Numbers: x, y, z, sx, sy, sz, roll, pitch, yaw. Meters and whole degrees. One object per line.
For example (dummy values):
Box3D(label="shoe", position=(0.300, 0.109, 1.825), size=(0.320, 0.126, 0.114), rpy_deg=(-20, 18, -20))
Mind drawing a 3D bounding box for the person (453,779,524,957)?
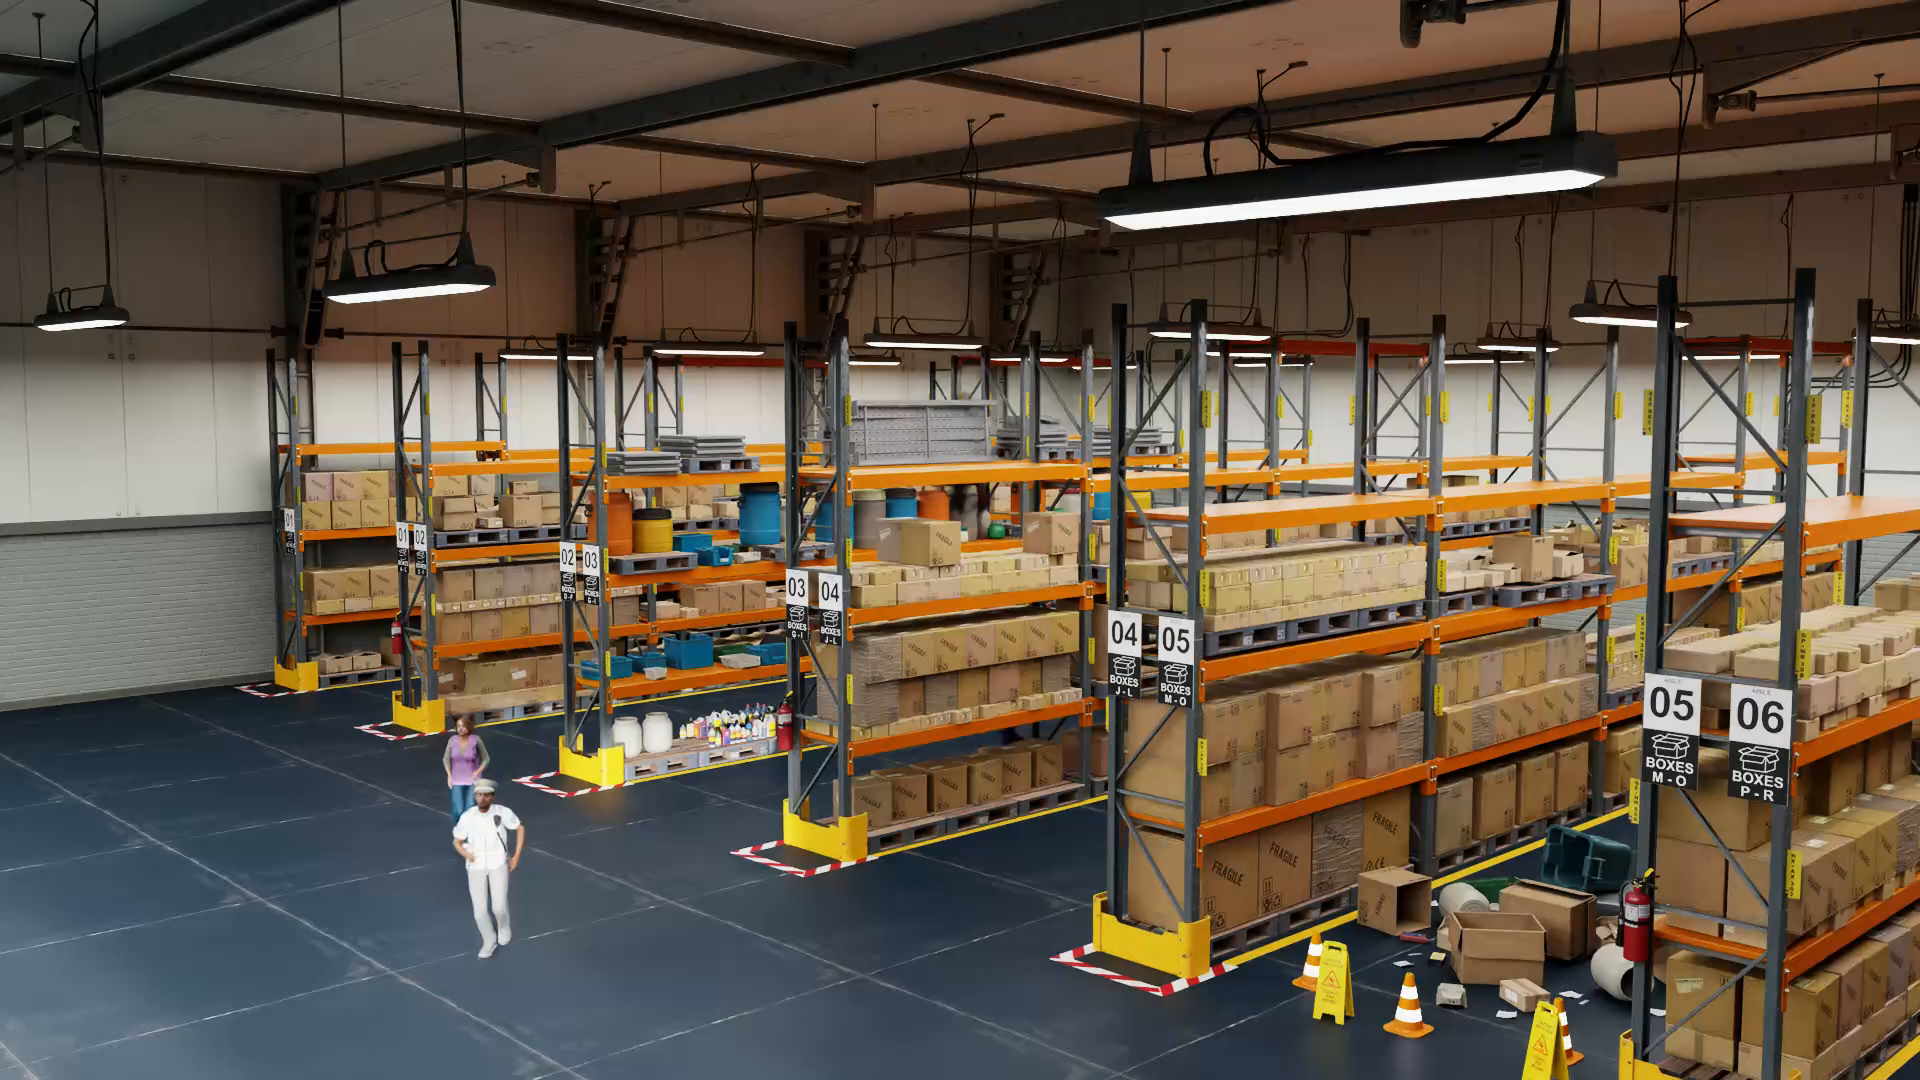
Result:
Box3D(label="person", position=(-4.331, 3.013, 15.254), size=(0.624, 1.671, 0.537), rpy_deg=(-1, 5, -9))

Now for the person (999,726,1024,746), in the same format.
Box3D(label="person", position=(0.693, 2.323, 23.150), size=(0.637, 1.638, 0.907), rpy_deg=(4, 6, 36))

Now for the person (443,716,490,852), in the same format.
Box3D(label="person", position=(-5.585, 2.768, 18.820), size=(0.527, 1.570, 0.569), rpy_deg=(-1, 5, -10))
